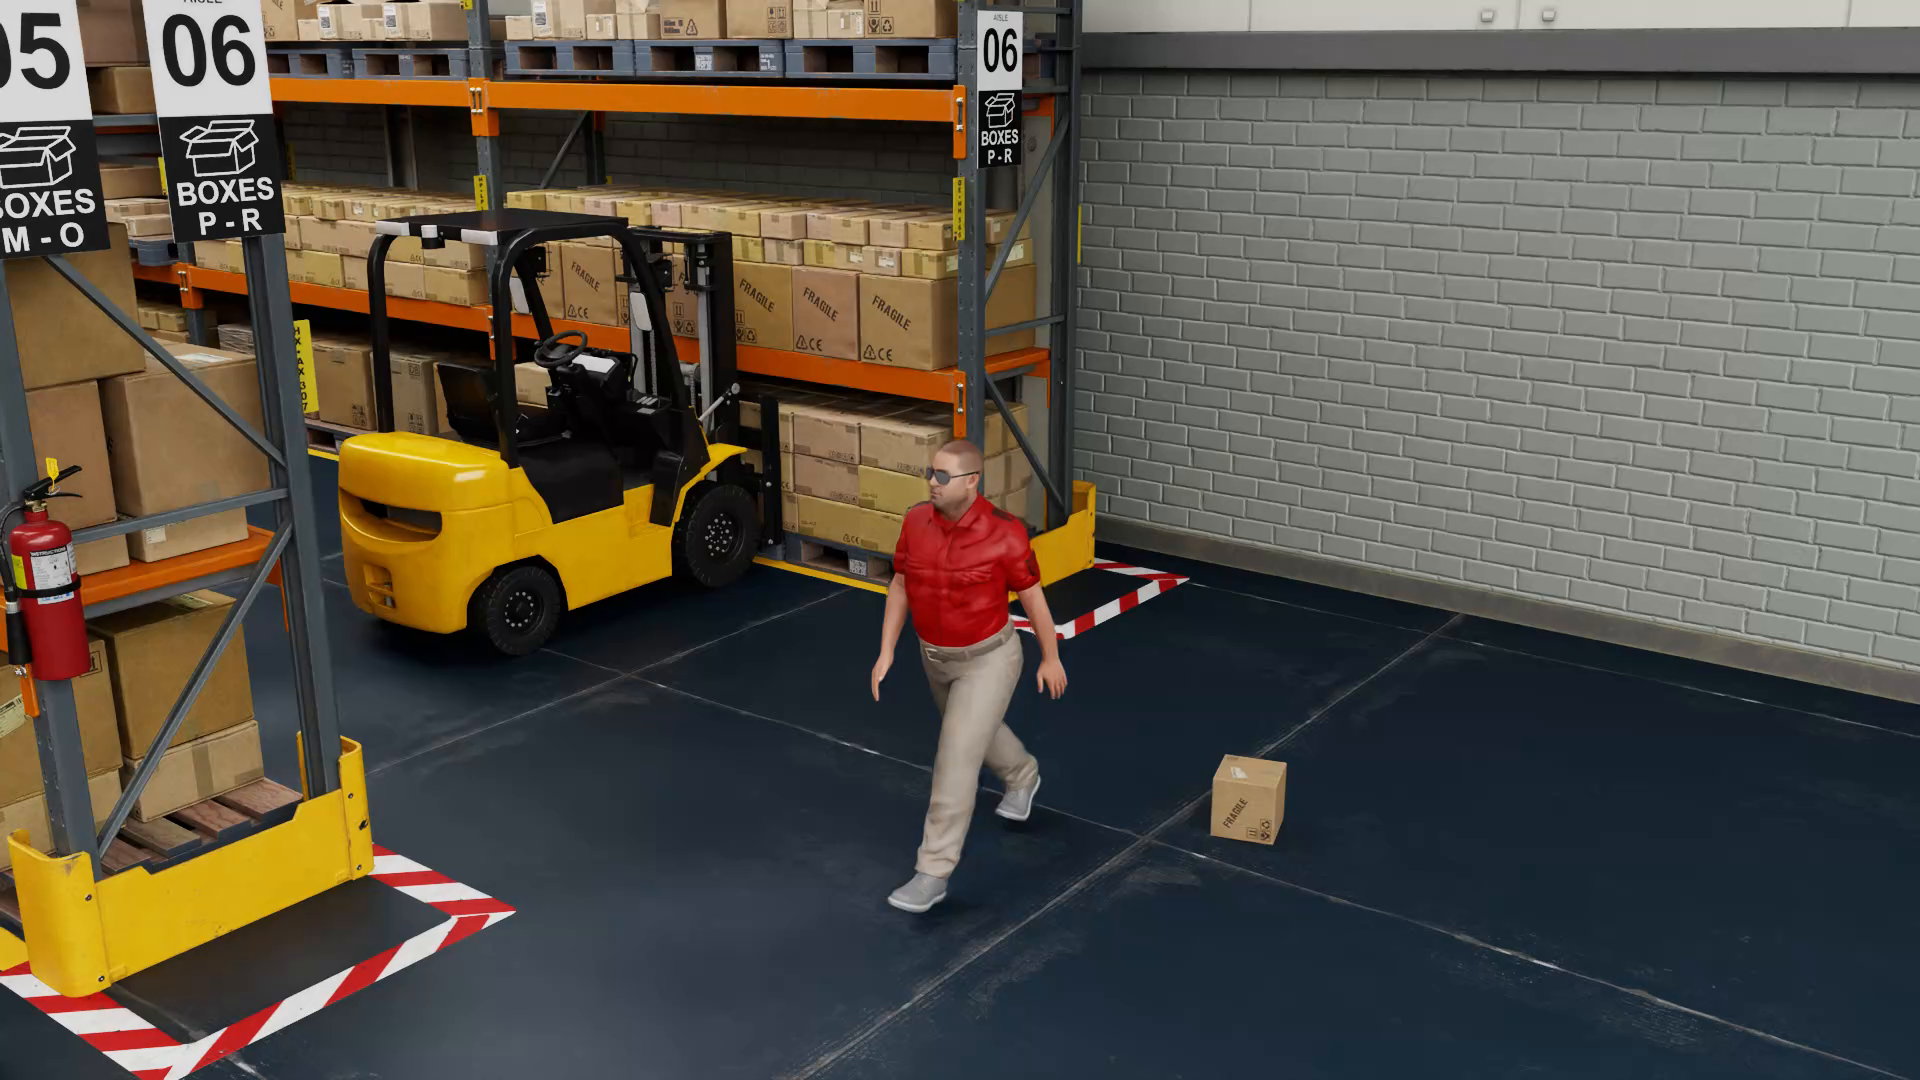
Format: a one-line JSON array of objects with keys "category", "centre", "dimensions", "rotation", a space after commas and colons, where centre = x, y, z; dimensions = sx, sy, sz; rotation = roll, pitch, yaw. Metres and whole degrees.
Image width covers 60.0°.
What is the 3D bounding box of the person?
[{"category": "person", "centre": [0.020, 0.434, 6.151], "dimensions": [0.577, 1.662, 1.128], "rotation": [14, 21, 39]}]
